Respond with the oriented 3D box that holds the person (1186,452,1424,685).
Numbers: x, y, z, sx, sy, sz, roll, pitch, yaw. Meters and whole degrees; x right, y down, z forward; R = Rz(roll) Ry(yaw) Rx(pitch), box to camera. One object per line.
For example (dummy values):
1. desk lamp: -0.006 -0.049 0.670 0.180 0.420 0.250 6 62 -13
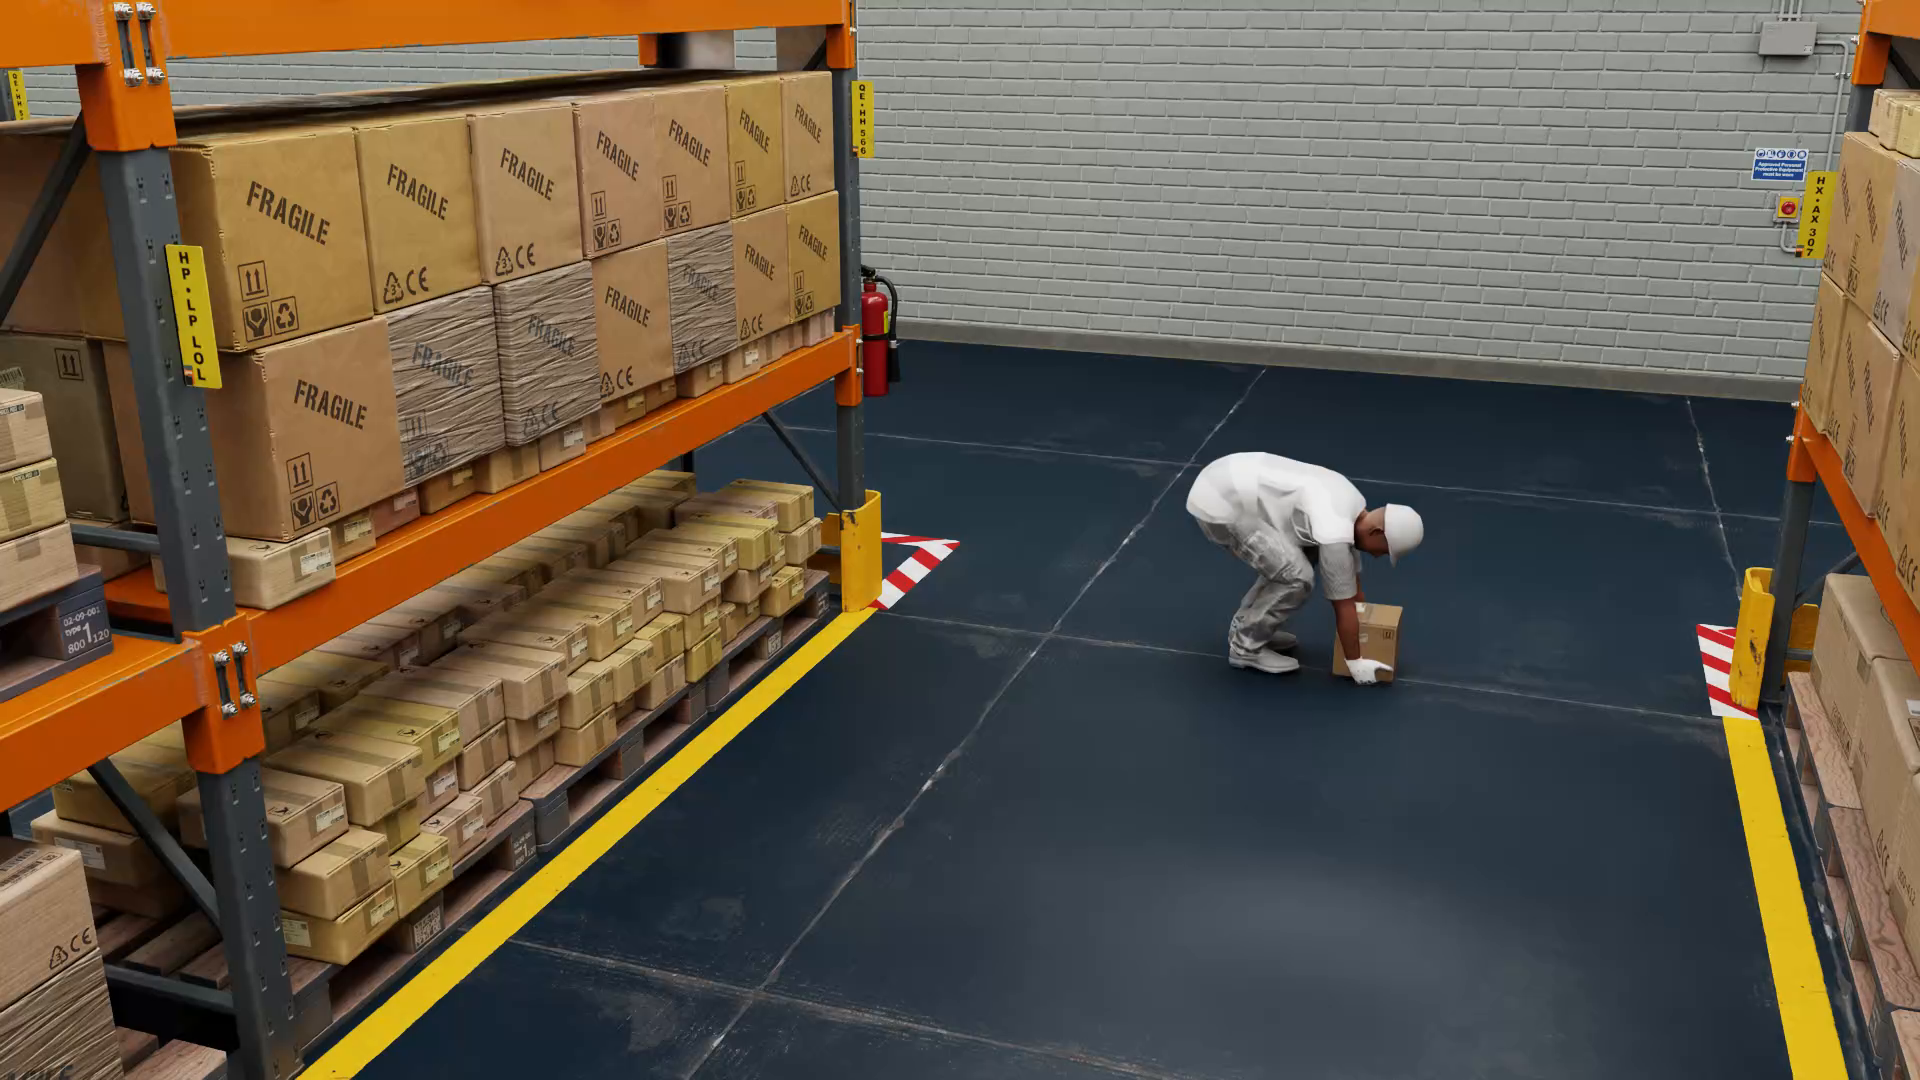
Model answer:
1. person: 1.457 0.096 7.115 0.985 0.925 0.521 5 19 16
